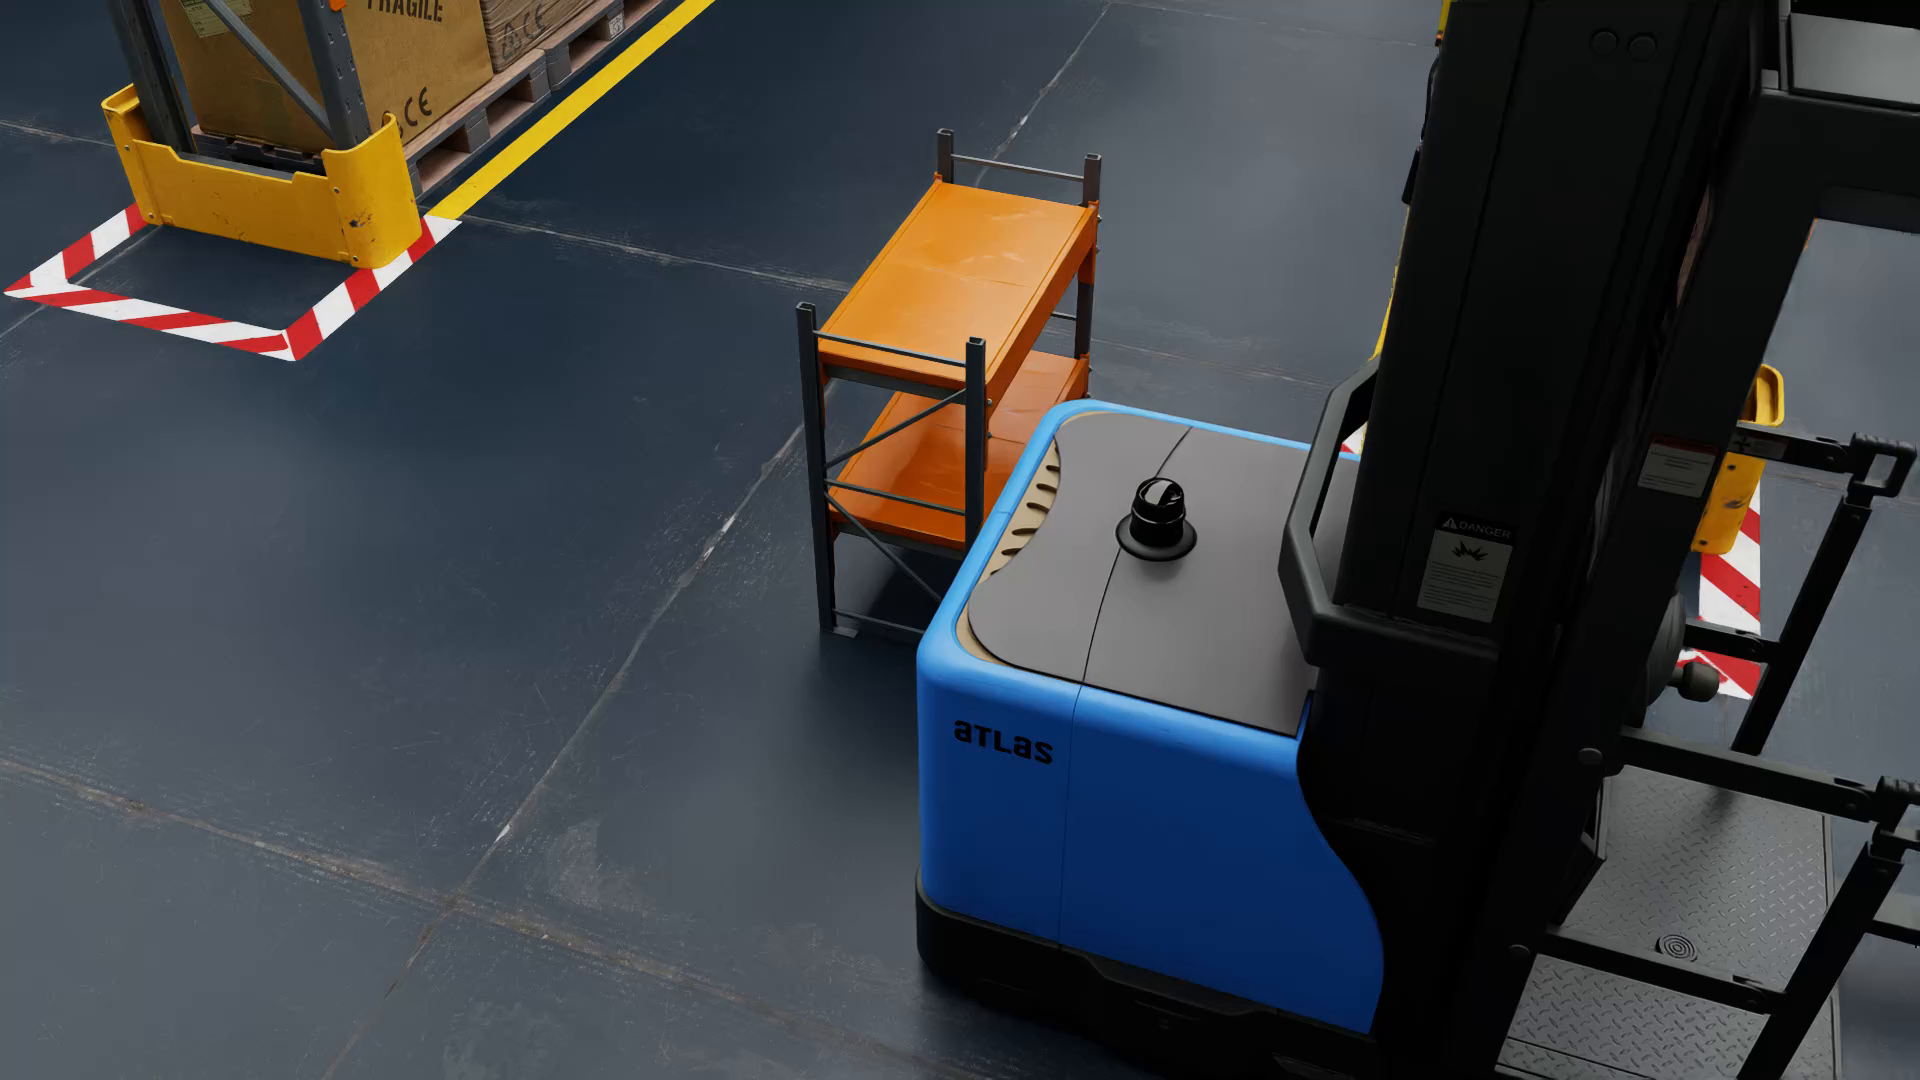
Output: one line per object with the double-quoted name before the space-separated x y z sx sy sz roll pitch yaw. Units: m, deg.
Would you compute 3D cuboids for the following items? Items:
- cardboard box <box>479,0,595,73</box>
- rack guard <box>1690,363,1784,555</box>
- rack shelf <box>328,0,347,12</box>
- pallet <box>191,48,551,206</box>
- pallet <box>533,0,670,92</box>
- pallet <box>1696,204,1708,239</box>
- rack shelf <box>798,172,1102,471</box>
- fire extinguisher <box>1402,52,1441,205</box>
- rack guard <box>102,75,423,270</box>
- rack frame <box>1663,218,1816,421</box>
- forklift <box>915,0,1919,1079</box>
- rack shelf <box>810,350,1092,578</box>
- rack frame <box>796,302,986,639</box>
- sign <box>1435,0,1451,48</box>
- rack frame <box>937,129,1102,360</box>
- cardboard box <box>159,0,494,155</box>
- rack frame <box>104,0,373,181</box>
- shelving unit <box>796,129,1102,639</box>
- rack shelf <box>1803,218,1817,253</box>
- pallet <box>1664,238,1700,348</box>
"cardboard box" -2.289 -2.747 7.473 0.875 0.875 0.875 13 42 15
"rack guard" 1.915 -0.365 5.293 1.175 0.500 0.348 13 42 15
"rack shelf" -2.060 -3.379 7.454 1.077 0.370 4.000 13 42 15
"pallet" -2.544 -1.877 7.287 1.003 0.211 1.213 13 42 15
"pallet" -2.125 -2.619 8.157 1.003 0.211 1.213 13 42 15
"pallet" 2.648 -1.509 6.856 1.003 0.211 1.213 13 42 15
"rack shelf" -0.002 -0.646 4.690 0.538 0.278 1.000 13 42 15
"fire extinguisher" 1.432 -1.171 4.658 0.296 0.674 0.183 13 42 15
"rack guard" -2.752 -1.467 6.585 1.175 0.500 0.348 13 42 15
"rack frame" 1.911 -1.334 4.502 1.000 3.000 0.127 13 42 15
"forklift" 1.469 -0.037 3.035 3.031 2.935 1.130 13 42 15
"rack shelf" -0.002 -0.238 5.039 0.538 0.278 1.000 13 42 15
"rack frame" -0.176 -0.114 4.517 0.500 1.125 0.032 13 42 15
"sign" 1.388 -1.508 4.580 0.100 0.325 0.005 13 42 15
"rack frame" 0.172 -0.734 5.243 0.500 1.125 0.032 13 42 15
"cardboard box" -2.600 -2.192 6.822 0.875 0.875 0.875 13 42 15
"rack frame" -2.744 -2.433 5.790 1.000 3.000 0.127 13 42 15
"shelving unit" -0.002 -0.424 4.880 0.538 1.125 1.048 13 42 15
"rack shelf" 2.595 -2.280 6.165 1.077 0.370 4.000 13 42 15
"pallet" 2.229 -0.767 5.986 1.003 0.211 1.213 13 42 15
